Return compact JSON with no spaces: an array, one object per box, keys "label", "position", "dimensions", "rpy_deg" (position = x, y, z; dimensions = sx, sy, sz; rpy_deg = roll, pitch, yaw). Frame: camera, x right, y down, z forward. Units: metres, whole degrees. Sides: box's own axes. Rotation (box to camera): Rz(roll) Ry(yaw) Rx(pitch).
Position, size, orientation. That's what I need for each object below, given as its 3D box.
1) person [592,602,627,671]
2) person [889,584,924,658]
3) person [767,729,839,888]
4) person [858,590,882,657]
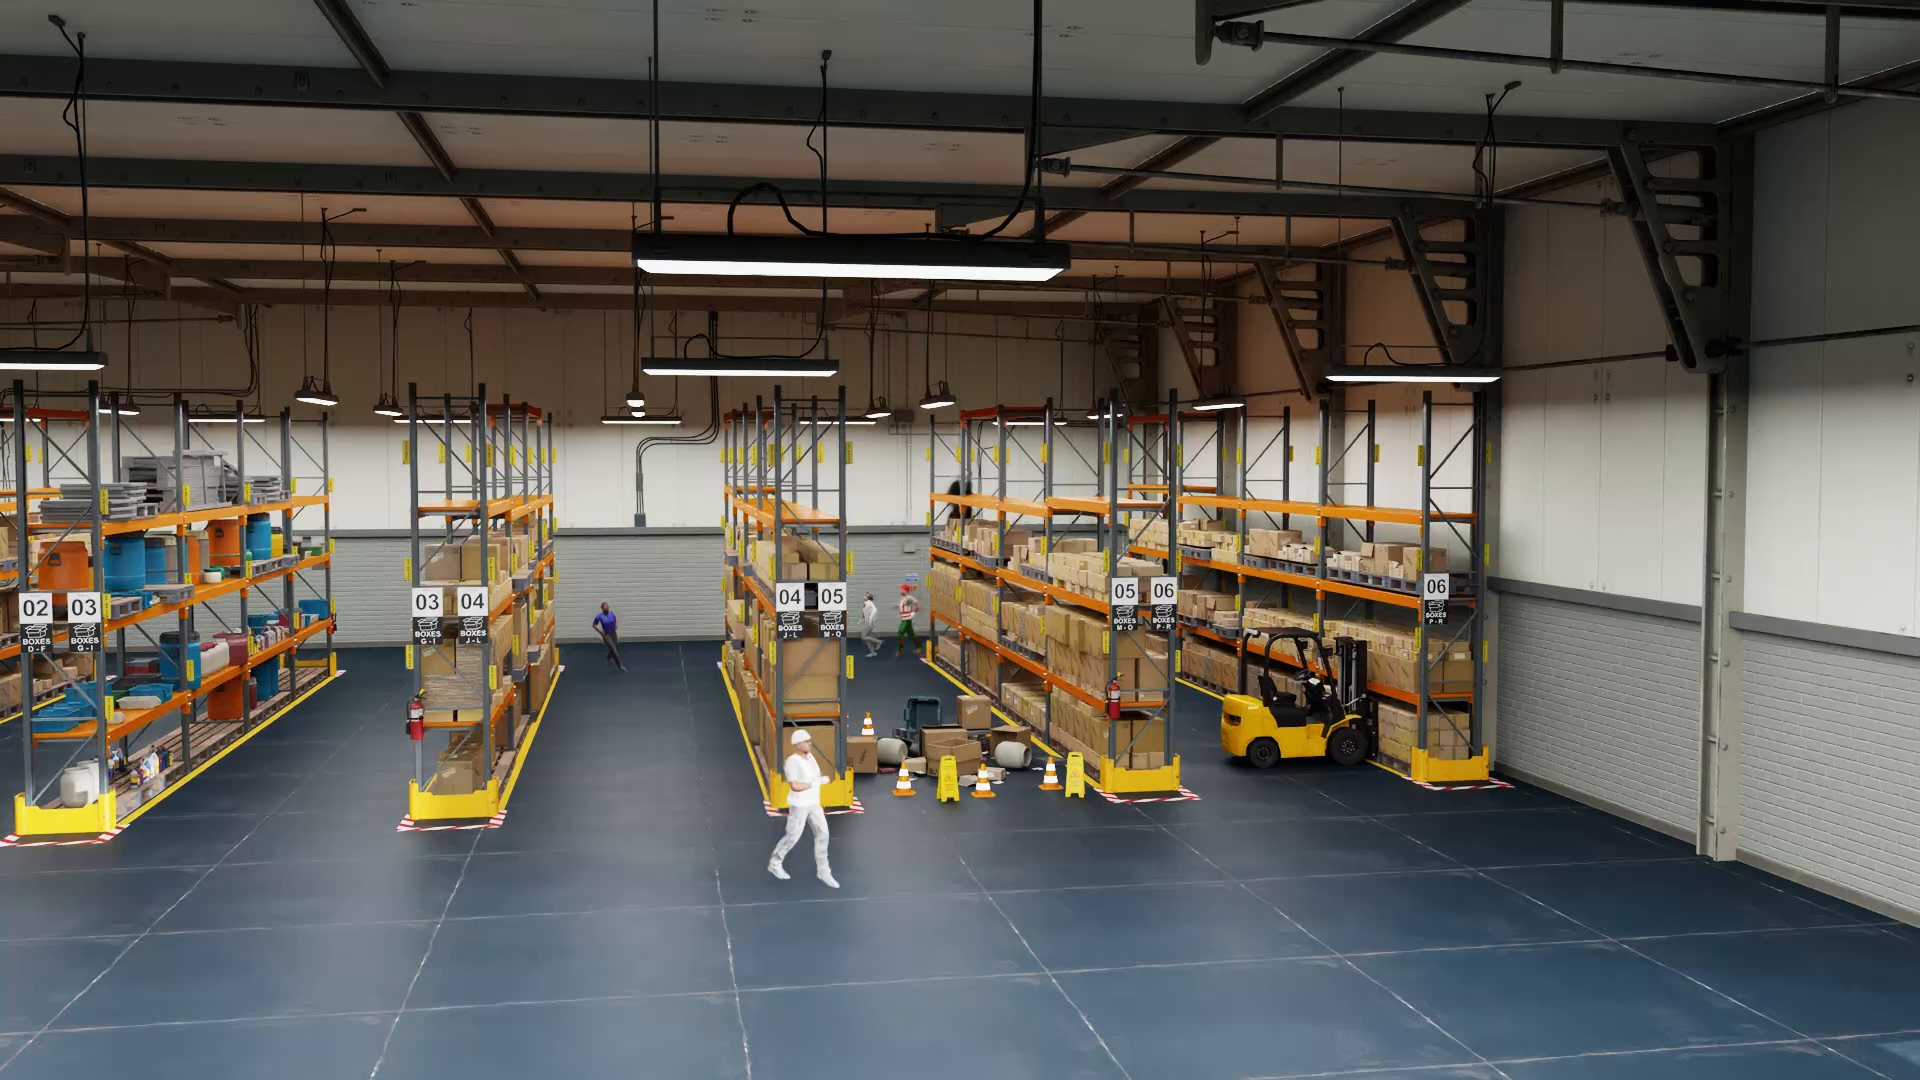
[{"label":"person","position":[-8.242,2.243,38.797],"dimensions":[0.631,1.597,0.834],"rpy_deg":[-3,4,-44]},{"label":"person","position":[-1.306,1.971,41.322],"dimensions":[0.880,1.754,0.598],"rpy_deg":[-1,3,-14]},{"label":"person","position":[-1.830,3.112,19.347],"dimensions":[0.864,1.826,0.669],"rpy_deg":[1,3,26]},{"label":"person","position":[-2.256,2.088,41.418],"dimensions":[0.595,1.665,0.641],"rpy_deg":[0,3,-4]}]
